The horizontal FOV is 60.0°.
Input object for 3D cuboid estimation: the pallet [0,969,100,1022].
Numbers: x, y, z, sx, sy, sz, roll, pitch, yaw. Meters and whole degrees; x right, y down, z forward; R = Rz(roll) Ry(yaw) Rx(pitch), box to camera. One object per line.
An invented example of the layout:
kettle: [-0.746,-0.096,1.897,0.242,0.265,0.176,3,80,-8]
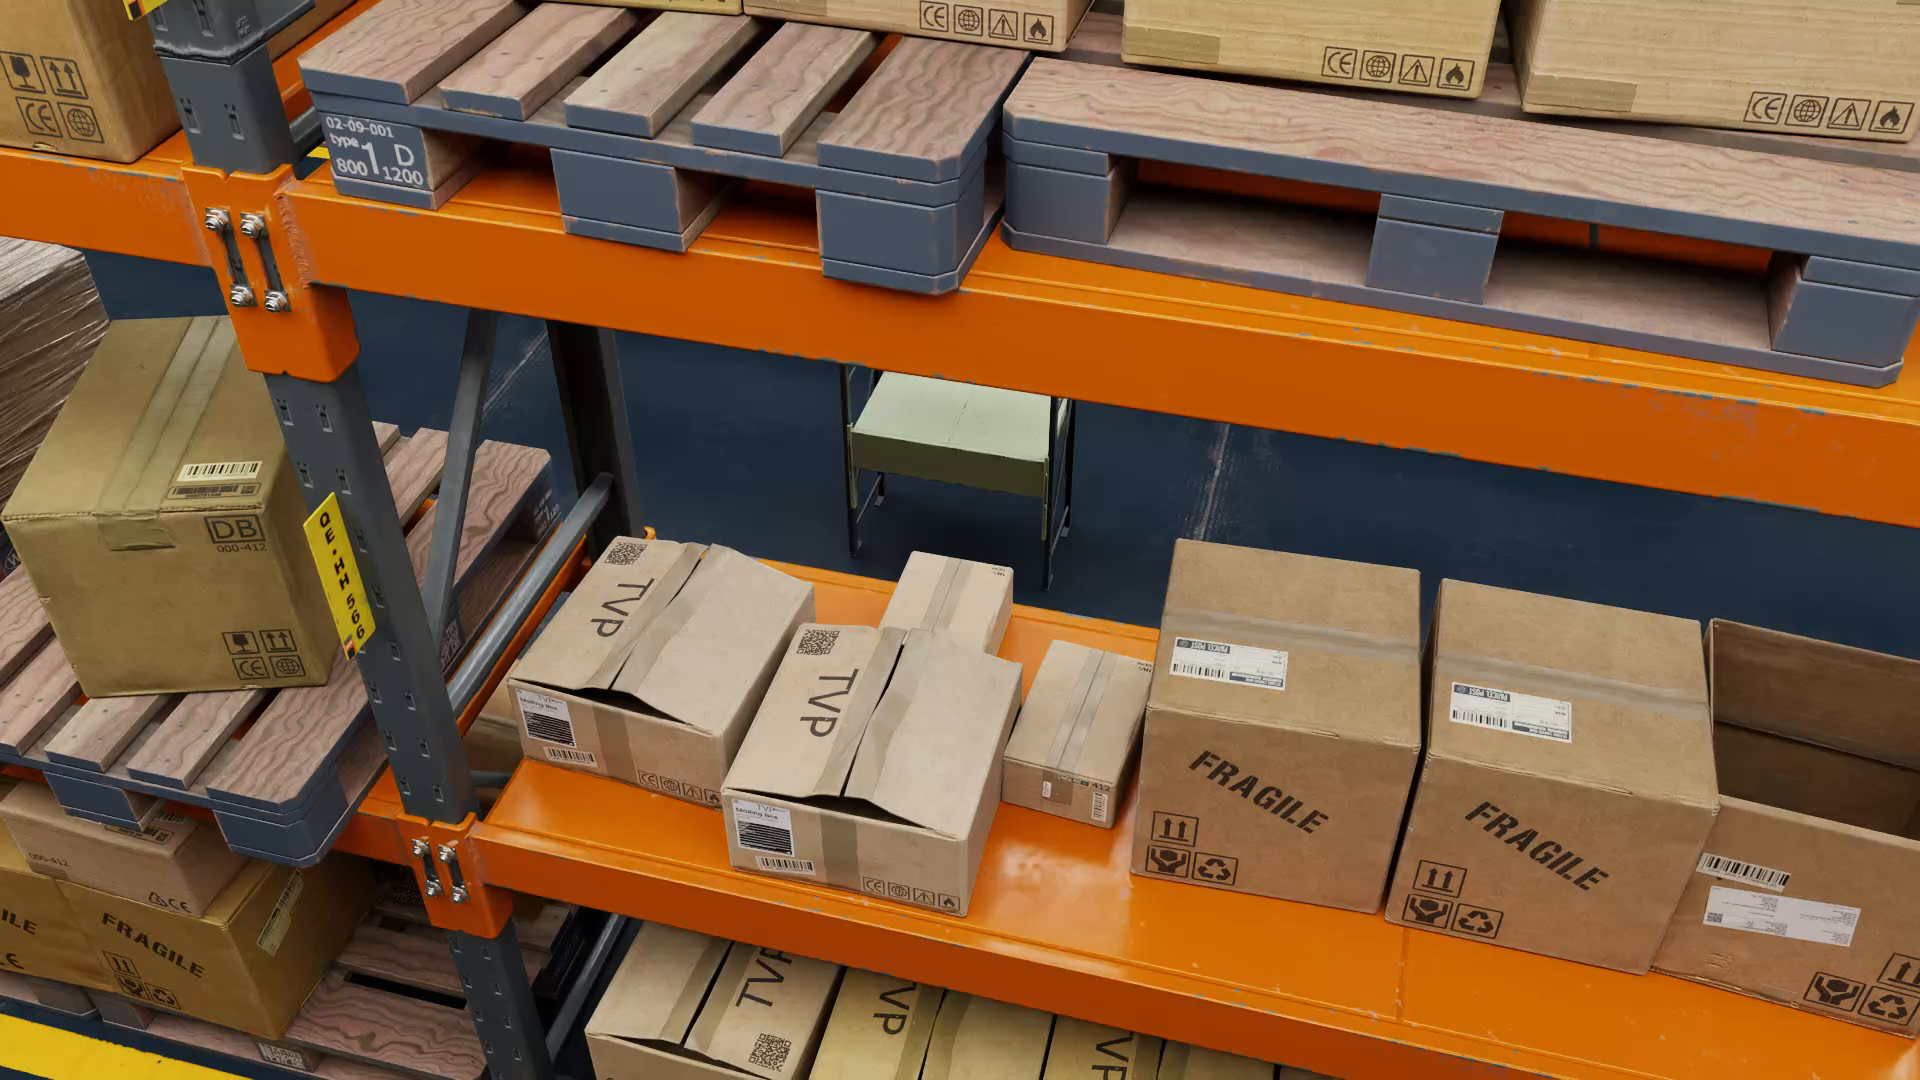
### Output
pallet: [-2.869,0.859,5.064,1.213,0.211,1.003,10,41,11]

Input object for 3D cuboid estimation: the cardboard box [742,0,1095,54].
cardboard box: [-0.019,-0.993,2.558,0.500,0.250,0.500,11,41,13]

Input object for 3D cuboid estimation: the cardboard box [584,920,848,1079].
cardboard box: [-0.553,1.089,3.996,0.500,0.311,0.500,11,41,13]

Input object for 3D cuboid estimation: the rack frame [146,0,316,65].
rack frame: [-0.983,-2.155,1.819,0.127,3.000,1.000,10,41,11]

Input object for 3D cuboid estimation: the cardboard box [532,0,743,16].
cardboard box: [-0.530,-1.069,2.648,0.500,0.250,0.500,7,41,8]

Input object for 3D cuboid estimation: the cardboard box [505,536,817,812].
cardboard box: [-0.643,0.264,3.672,0.500,0.311,0.500,12,42,14]

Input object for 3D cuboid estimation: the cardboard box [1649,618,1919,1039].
cardboard box: [1.635,0.544,3.193,0.500,0.500,0.500,13,42,15]

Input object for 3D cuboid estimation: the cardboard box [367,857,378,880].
cardboard box: [-1.856,0.594,4.811,0.500,0.500,0.500,8,41,10]

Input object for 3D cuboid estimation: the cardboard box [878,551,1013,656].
cardboard box: [-0.042,0.216,3.855,0.250,0.149,0.380,10,41,11]

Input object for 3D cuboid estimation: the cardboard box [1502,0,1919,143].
cardboard box: [1.050,-0.801,2.329,0.500,0.250,0.500,7,40,8]

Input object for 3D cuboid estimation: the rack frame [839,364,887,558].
rack frame: [-0.347,-0.634,5.839,0.023,1.500,0.400,10,41,11]

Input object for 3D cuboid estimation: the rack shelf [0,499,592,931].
rack shelf: [-2.915,0.085,4.375,4.000,0.370,1.077,10,41,11]

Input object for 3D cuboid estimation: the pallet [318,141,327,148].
pallet: [-2.828,-2.377,8.917,1.213,0.211,1.003,10,41,11]

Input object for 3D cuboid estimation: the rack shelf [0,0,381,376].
rack shelf: [-2.915,-1.063,3.411,4.000,0.370,1.077,10,41,11]

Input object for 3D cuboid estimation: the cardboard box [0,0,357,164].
cardboard box: [-1.413,-1.096,2.813,0.500,0.500,0.910,10,41,11]

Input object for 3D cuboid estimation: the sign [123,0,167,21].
sign: [-1.125,-0.867,2.216,0.005,0.325,0.100,10,41,11]

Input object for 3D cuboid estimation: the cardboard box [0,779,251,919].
cardboard box: [-2.002,0.628,4.189,0.500,0.250,0.500,11,41,13]

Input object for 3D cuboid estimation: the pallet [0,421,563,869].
pallet: [-1.656,0.147,3.892,1.003,0.211,1.213,10,41,11]

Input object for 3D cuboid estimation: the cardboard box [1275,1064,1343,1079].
cardboard box: [0.946,1.343,3.694,0.500,0.311,0.500,9,41,11]

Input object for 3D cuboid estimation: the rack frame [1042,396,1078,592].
rack frame: [0.360,-0.512,5.694,0.023,1.500,0.400,10,41,11]

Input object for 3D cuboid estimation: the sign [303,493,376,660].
sign: [-1.114,0.068,2.998,0.005,0.325,0.100,10,41,11]

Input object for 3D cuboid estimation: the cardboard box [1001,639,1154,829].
cardboard box: [0.264,0.416,3.618,0.250,0.149,0.380,13,42,15]

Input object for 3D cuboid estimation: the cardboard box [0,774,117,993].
cardboard box: [-2.447,0.835,4.525,0.500,0.500,0.500,8,41,10]

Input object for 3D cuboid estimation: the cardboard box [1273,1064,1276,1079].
cardboard box: [0.932,1.555,3.877,0.500,0.250,0.500,11,41,12]

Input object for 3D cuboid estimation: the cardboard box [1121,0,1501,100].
cardboard box: [0.531,-0.891,2.436,0.500,0.250,0.500,9,41,11]

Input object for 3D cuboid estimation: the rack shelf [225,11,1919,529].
rack shelf: [0.949,-0.398,2.619,4.000,0.370,1.077,10,41,11]

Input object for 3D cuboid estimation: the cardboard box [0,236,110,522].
cardboard box: [-2.454,-0.362,3.944,0.500,0.500,0.700,17,43,20]

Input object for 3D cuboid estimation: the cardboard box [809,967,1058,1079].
cardboard box: [-0.043,1.171,3.898,0.500,0.311,0.500,9,41,10]

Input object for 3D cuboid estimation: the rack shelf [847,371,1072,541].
rack shelf: [0.006,-0.324,5.976,0.720,0.370,0.431,10,41,11]

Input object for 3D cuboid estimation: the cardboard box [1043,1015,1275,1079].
cardboard box: [0.449,1.258,3.796,0.500,0.311,0.500,9,41,10]

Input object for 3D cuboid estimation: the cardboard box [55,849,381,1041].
cardboard box: [-1.947,0.922,4.422,0.500,0.500,0.500,11,41,13]

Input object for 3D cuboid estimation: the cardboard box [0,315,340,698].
cardboard box: [-1.620,-0.091,3.622,0.500,0.500,0.700,-3,40,-3]

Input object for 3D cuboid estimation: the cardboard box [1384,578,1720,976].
cardboard box: [1.151,0.460,3.292,0.500,0.500,0.500,10,41,11]

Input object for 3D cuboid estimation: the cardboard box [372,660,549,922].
cardboard box: [-1.348,0.678,4.712,0.500,0.500,0.500,11,41,13]

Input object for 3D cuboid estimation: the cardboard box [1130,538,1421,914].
cardboard box: [0.642,0.373,3.396,0.500,0.500,0.500,8,41,9]

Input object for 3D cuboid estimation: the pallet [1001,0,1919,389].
pallet: [0.777,-0.693,2.557,1.213,0.211,1.003,12,41,13]

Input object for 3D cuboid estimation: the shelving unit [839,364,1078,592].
shelving unit: [0.006,-0.573,5.766,0.755,1.500,0.431,10,41,11]

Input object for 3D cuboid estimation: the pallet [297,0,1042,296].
pallet: [-0.304,-0.877,2.776,1.003,0.211,1.213,12,41,13]

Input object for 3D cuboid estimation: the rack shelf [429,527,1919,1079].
rack shelf: [0.949,0.750,3.584,4.000,0.370,1.077,10,41,11]

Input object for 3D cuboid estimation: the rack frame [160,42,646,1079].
rack frame: [-0.983,0.142,3.748,0.127,3.000,1.000,10,41,11]

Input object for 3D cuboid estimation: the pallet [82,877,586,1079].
pallet: [-1.694,1.063,4.821,1.213,0.211,1.003,10,41,11]

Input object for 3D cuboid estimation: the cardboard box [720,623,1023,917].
cardboard box: [-0.169,0.446,3.456,0.500,0.311,0.500,9,41,11]

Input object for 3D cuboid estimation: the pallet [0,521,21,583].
pallet: [-2.862,-0.105,4.191,1.213,0.211,1.003,10,41,11]
